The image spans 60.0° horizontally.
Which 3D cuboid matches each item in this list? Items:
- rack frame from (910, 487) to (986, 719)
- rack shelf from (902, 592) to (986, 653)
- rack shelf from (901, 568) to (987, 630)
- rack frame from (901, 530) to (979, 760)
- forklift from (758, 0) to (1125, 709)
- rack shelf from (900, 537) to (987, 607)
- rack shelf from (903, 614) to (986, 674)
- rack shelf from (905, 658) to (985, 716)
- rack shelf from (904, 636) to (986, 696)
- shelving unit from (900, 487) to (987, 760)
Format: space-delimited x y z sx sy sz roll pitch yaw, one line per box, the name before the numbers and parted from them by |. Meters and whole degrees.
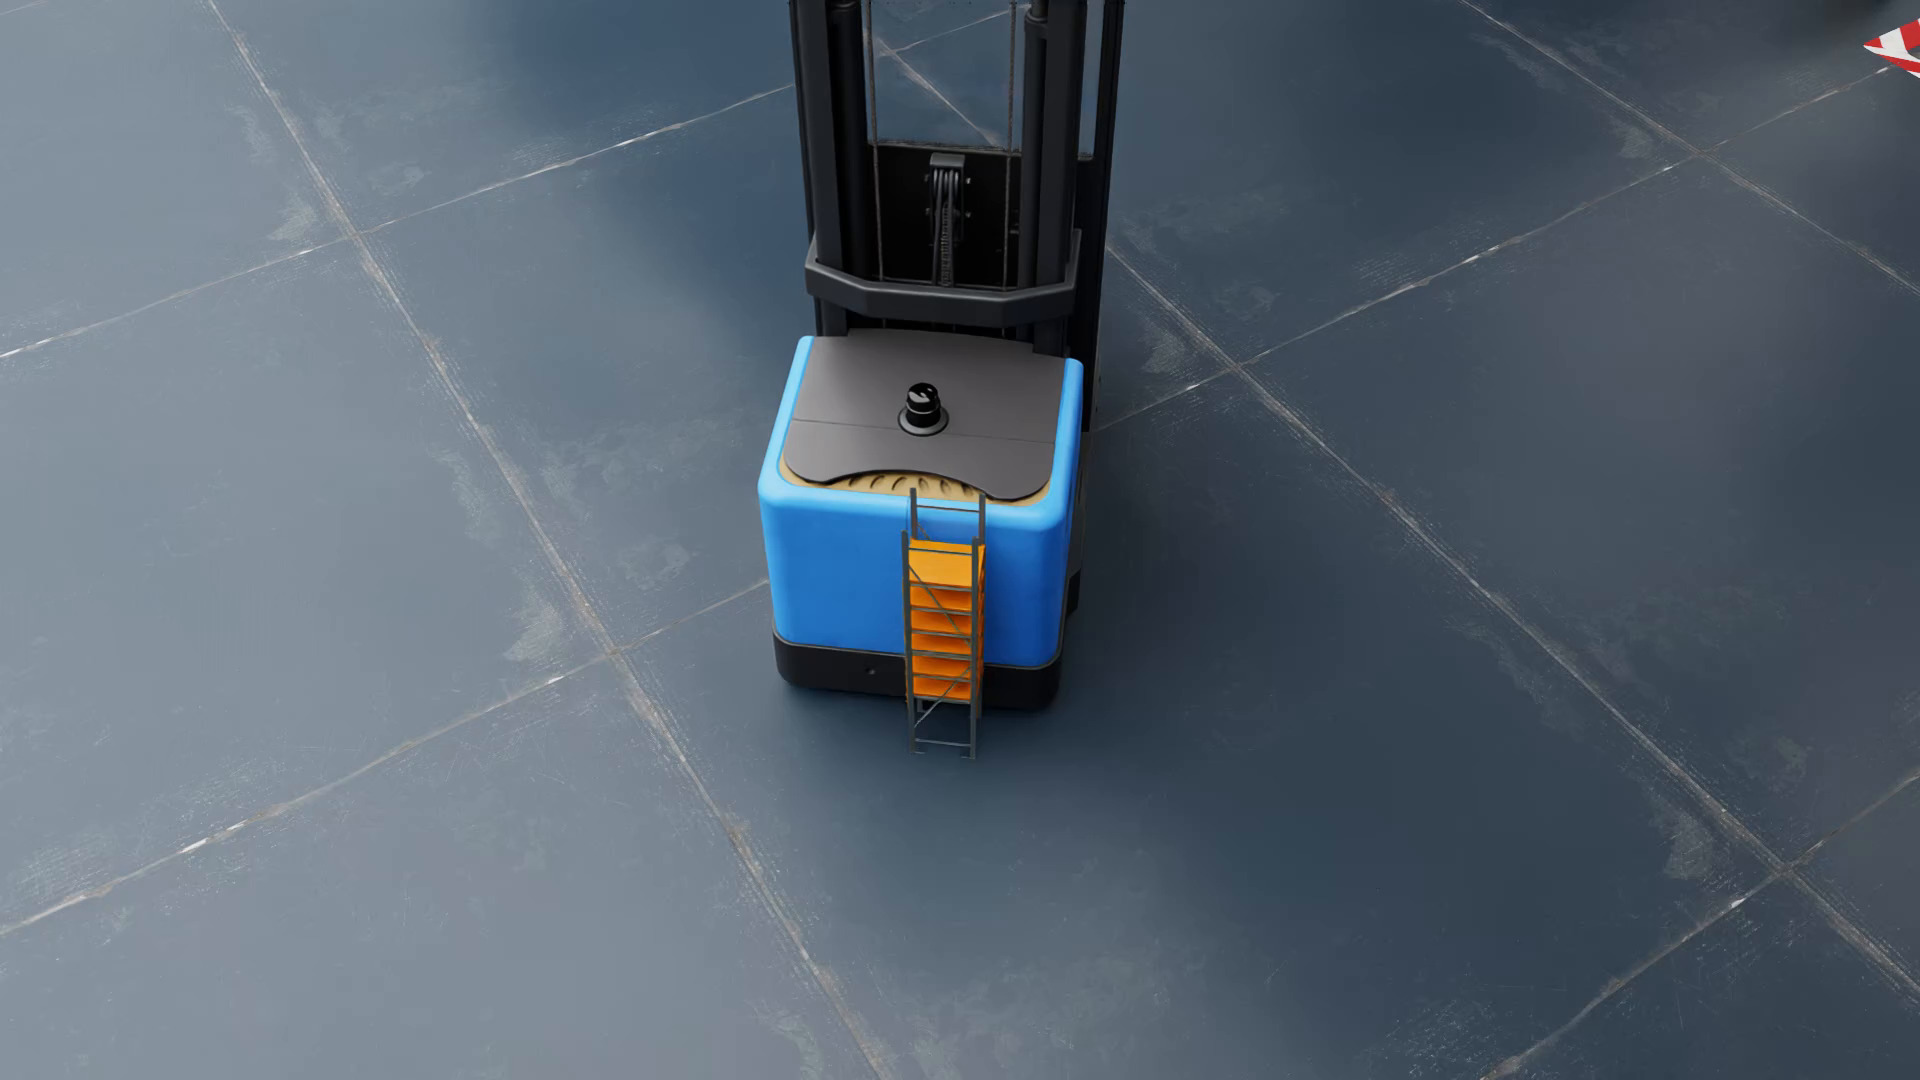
rack frame | -0.039 0.245 5.674 0.240 1.200 0.006 5 49 5
rack shelf | -0.051 0.262 5.557 0.258 0.103 0.180 5 49 5
rack shelf | -0.051 0.183 5.467 0.258 0.103 0.180 5 49 5
rack frame | -0.062 0.380 5.553 0.240 1.200 0.006 5 49 5
forklift | 0.019 -1.472 6.044 1.130 2.935 3.031 5 49 5
rack shelf | -0.051 0.103 5.378 0.258 0.103 0.180 5 49 5
rack shelf | -0.051 0.342 5.647 0.258 0.103 0.180 5 49 5
rack shelf | -0.051 0.502 5.826 0.258 0.103 0.180 5 49 5
rack shelf | -0.051 0.422 5.736 0.258 0.103 0.180 5 49 5
shelving unit | -0.051 0.313 5.613 0.258 1.200 0.189 5 49 5
